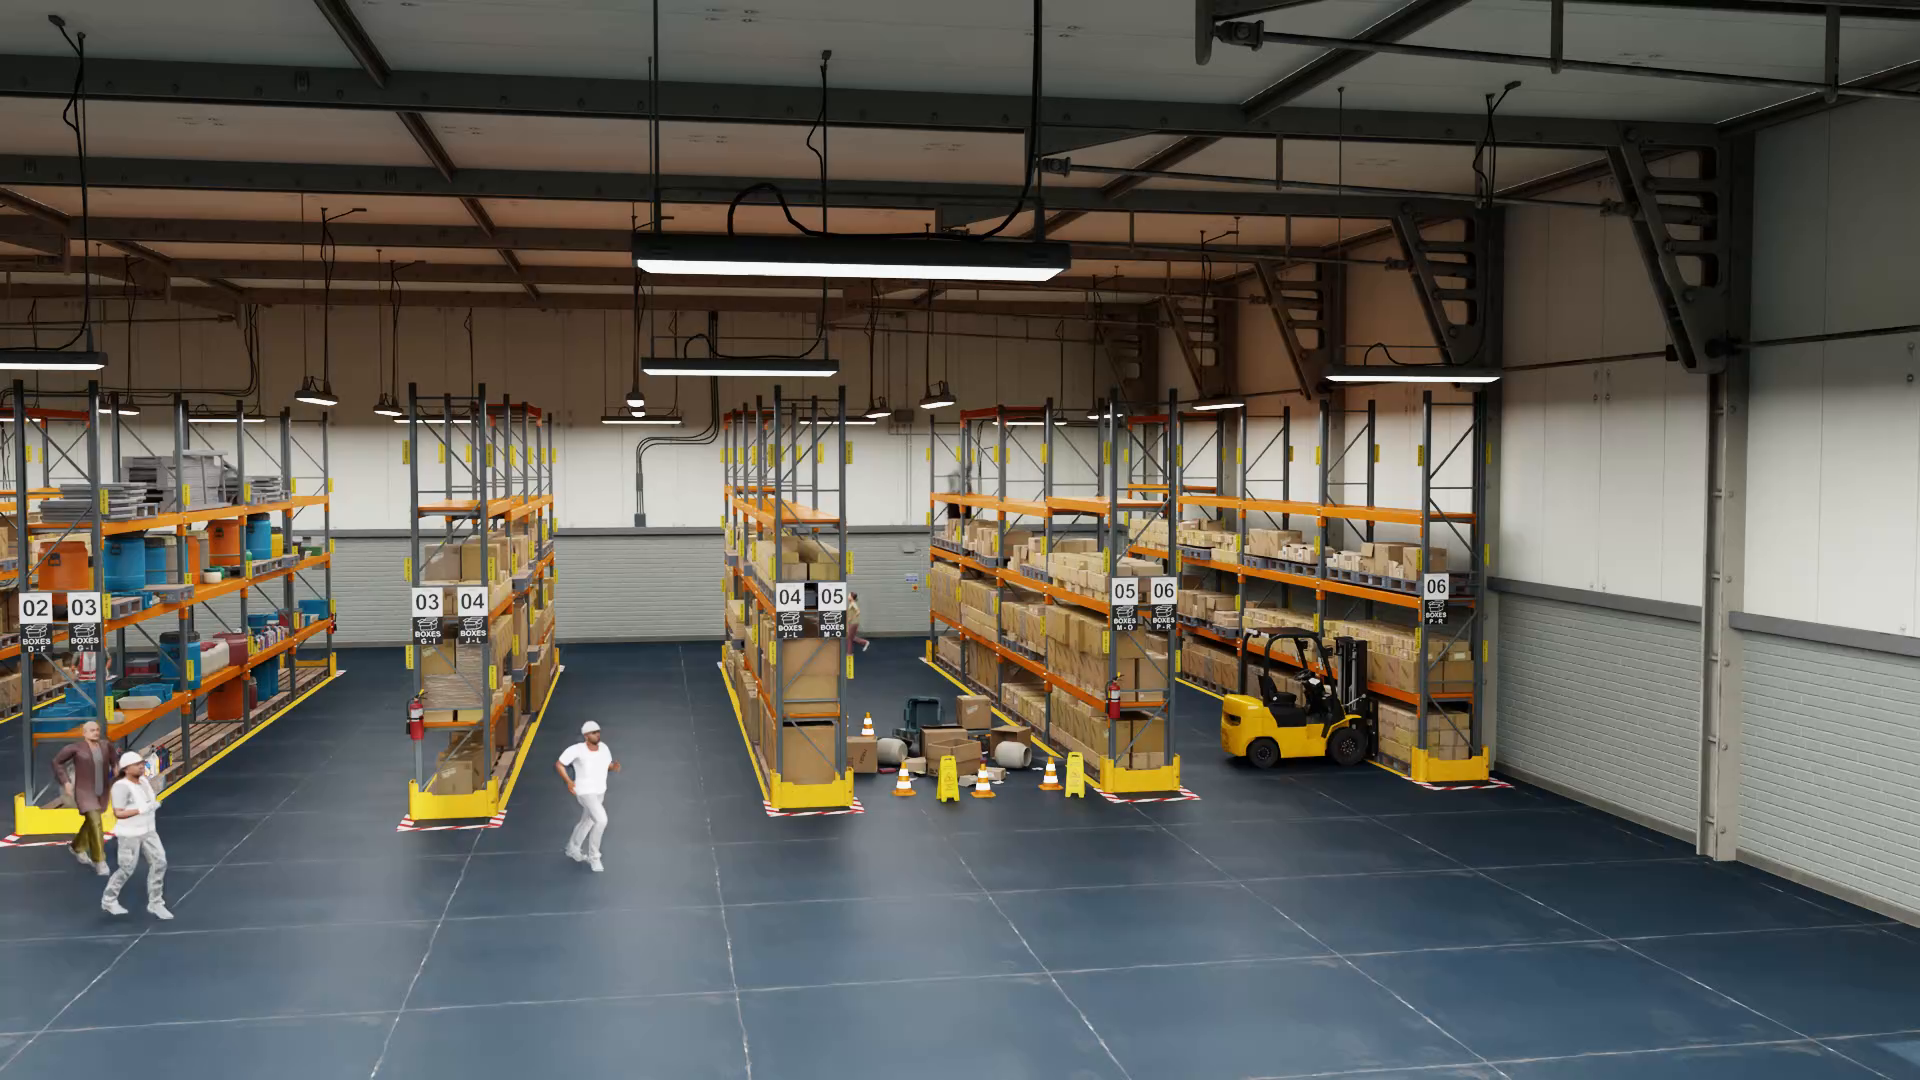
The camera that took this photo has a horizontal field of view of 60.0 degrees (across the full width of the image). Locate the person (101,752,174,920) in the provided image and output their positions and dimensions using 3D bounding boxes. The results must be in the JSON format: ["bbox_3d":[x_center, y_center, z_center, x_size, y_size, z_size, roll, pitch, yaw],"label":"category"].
[{"bbox_3d":[-8.879,3.191,17.881,0.763,1.835,0.640,1,3,11],"label":"person"}]

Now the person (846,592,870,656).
[{"bbox_3d":[-2.585,2.105,41.264,0.734,1.653,0.585,-1,3,-11],"label":"person"}]

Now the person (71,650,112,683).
[{"bbox_3d":[-15.786,2.581,30.223,0.656,1.789,0.956,-1,3,-22],"label":"person"}]

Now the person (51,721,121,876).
[{"bbox_3d":[-10.510,3.093,20.111,0.916,1.827,0.693,1,3,27],"label":"person"}]

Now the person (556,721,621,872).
[{"bbox_3d":[-4.487,3.110,20.252,0.765,1.835,0.661,2,3,28],"label":"person"}]
